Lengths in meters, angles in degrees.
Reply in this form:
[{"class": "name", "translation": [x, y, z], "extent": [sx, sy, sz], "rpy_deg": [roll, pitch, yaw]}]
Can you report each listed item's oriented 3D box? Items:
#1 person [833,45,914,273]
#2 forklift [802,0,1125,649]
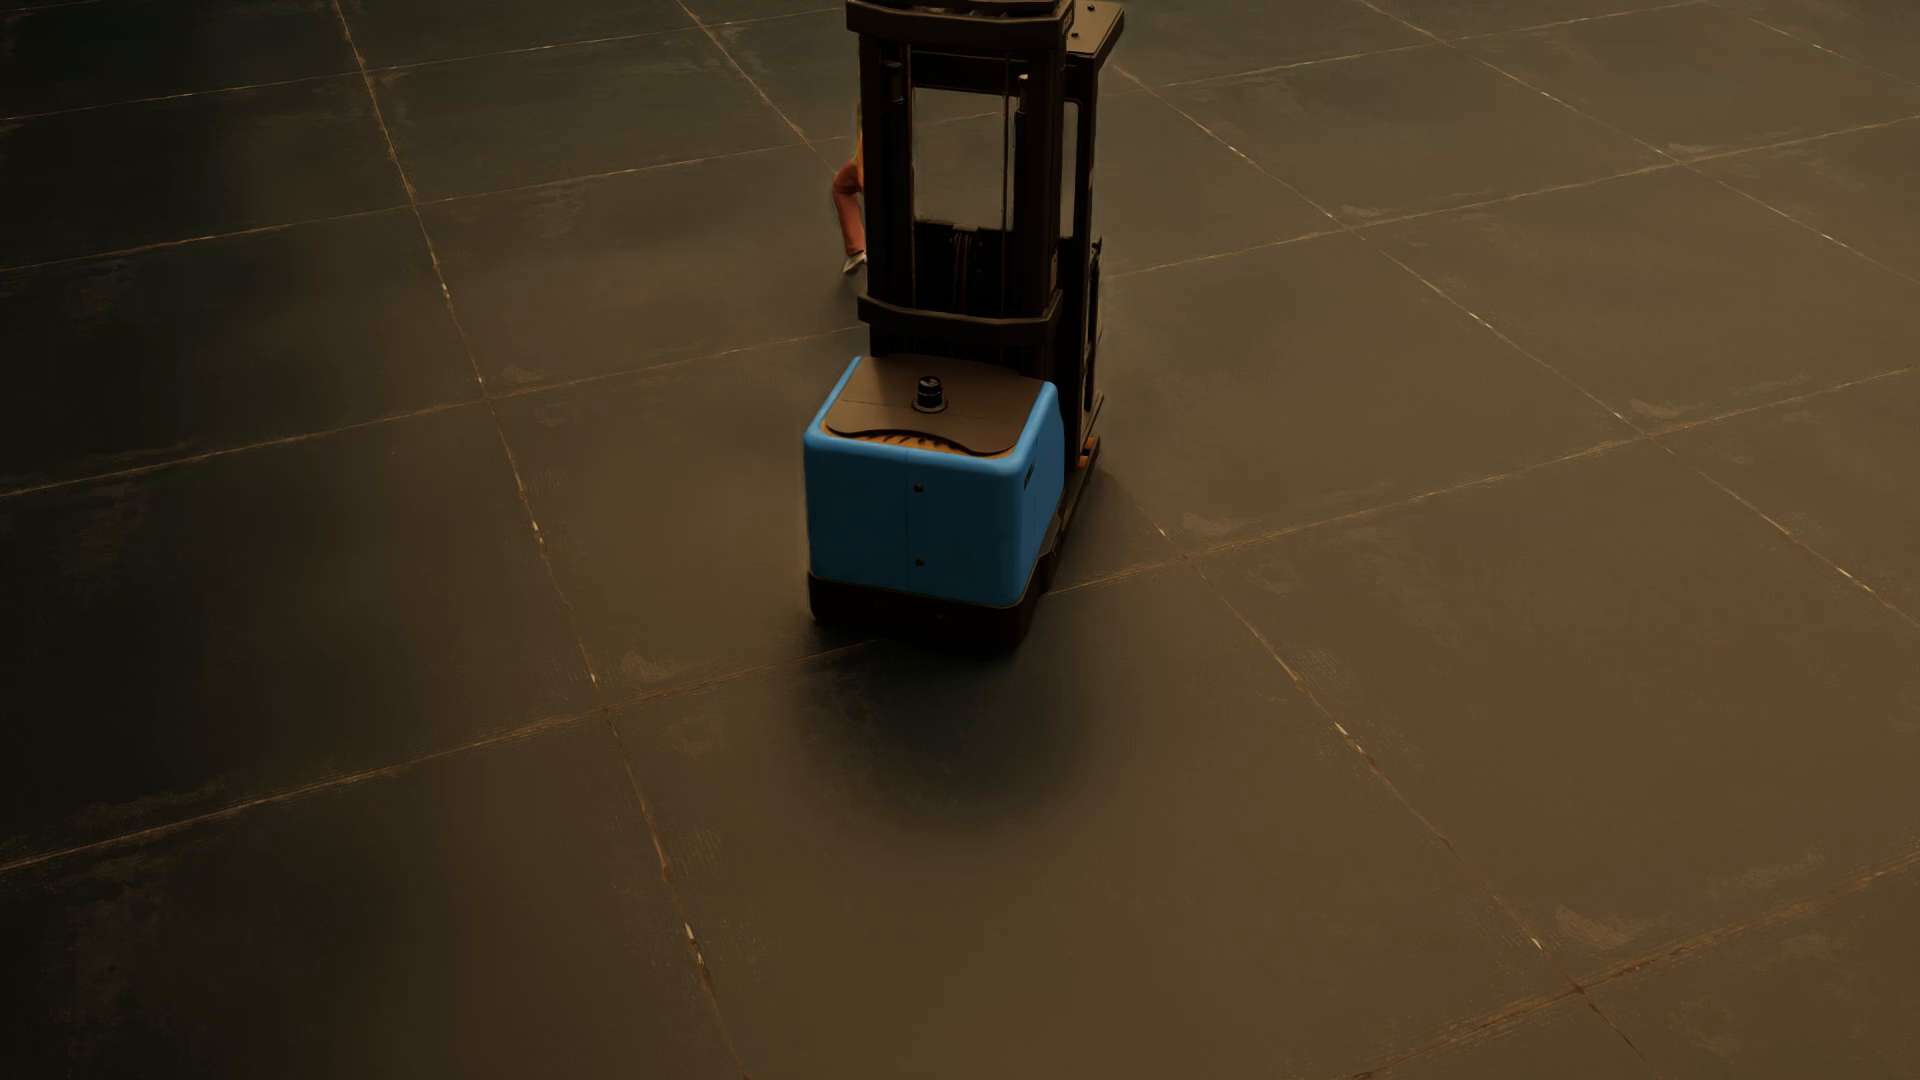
[{"class": "person", "translation": [-0.529, -2.428, 10.679], "extent": [0.632, 1.617, 0.663], "rpy_deg": [-21, 41, -27]}, {"class": "forklift", "translation": [0.148, -1.538, 8.262], "extent": [1.130, 2.935, 3.031], "rpy_deg": [9, 36, 12]}]
